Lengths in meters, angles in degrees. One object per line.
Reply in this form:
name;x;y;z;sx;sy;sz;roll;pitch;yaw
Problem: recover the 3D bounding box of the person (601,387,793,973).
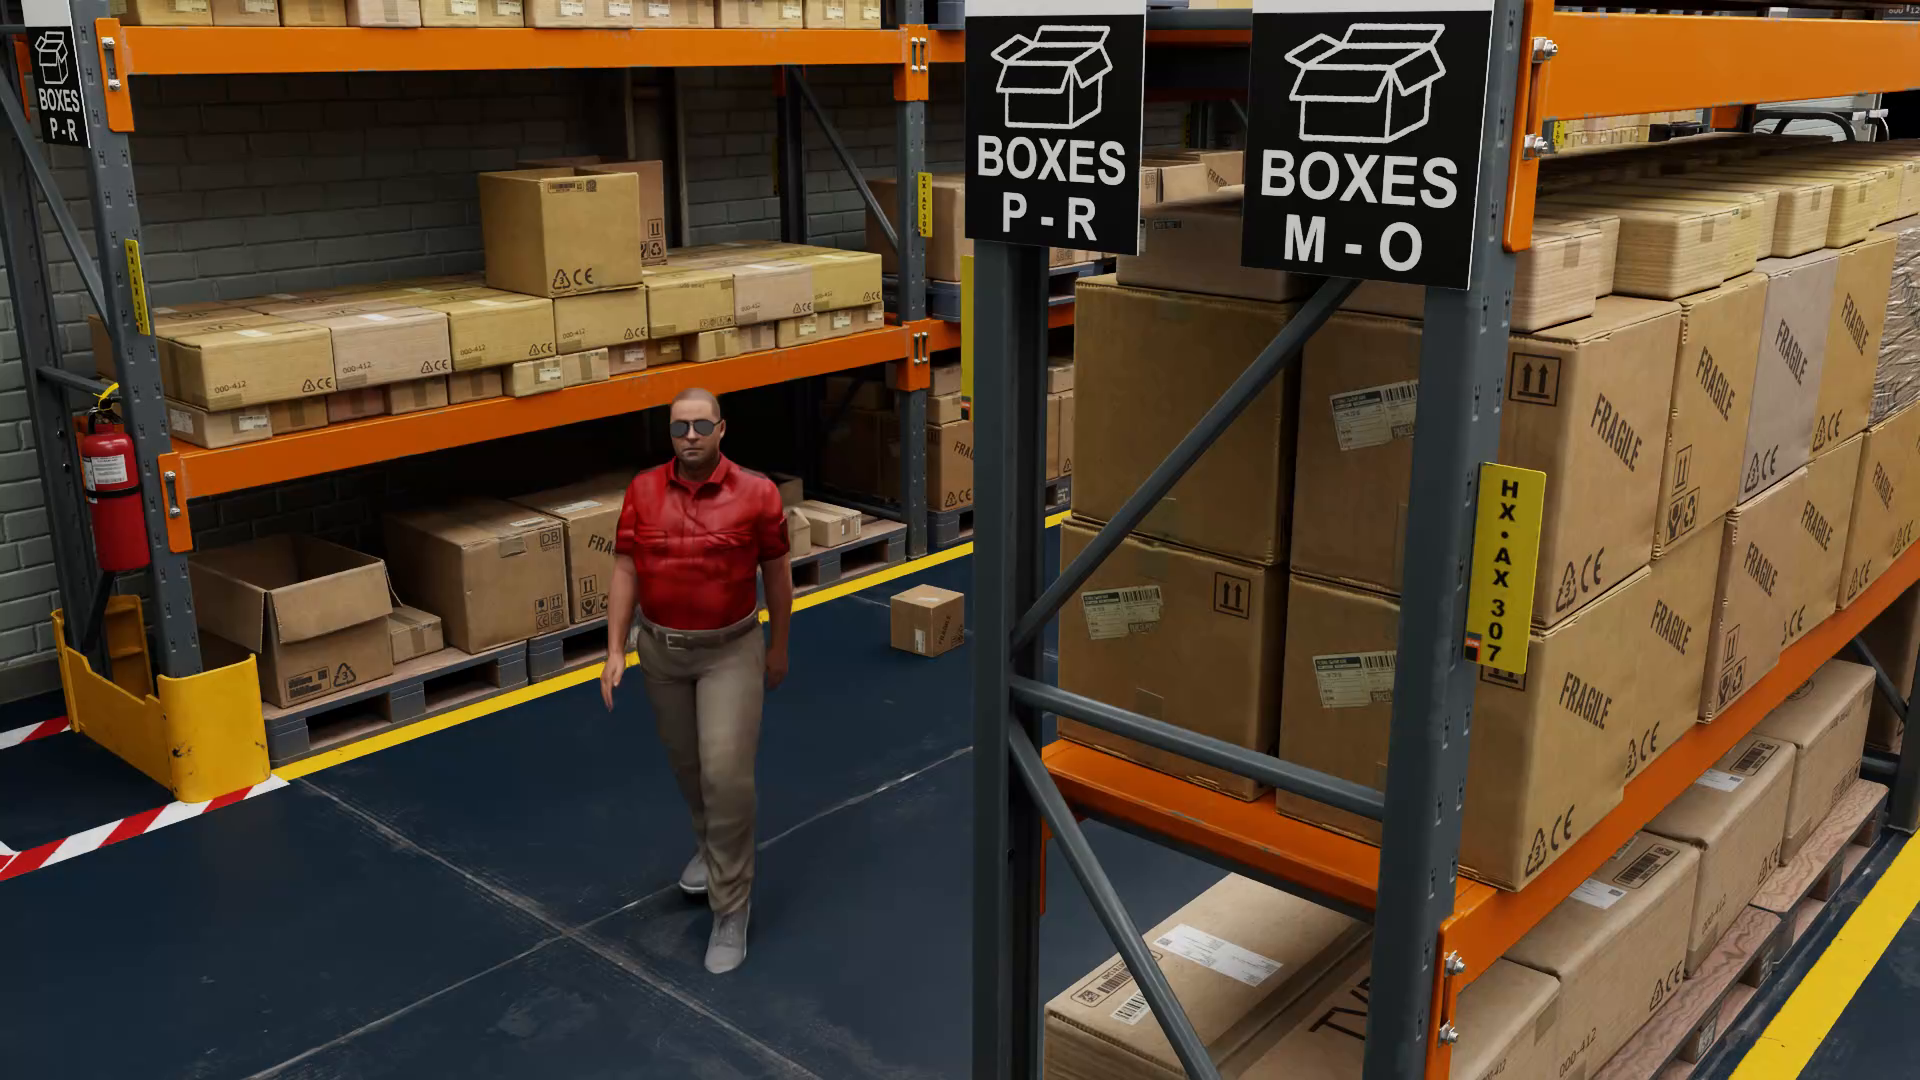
person;-0.841;0.425;5.241;0.535;1.784;0.708;3;17;11
